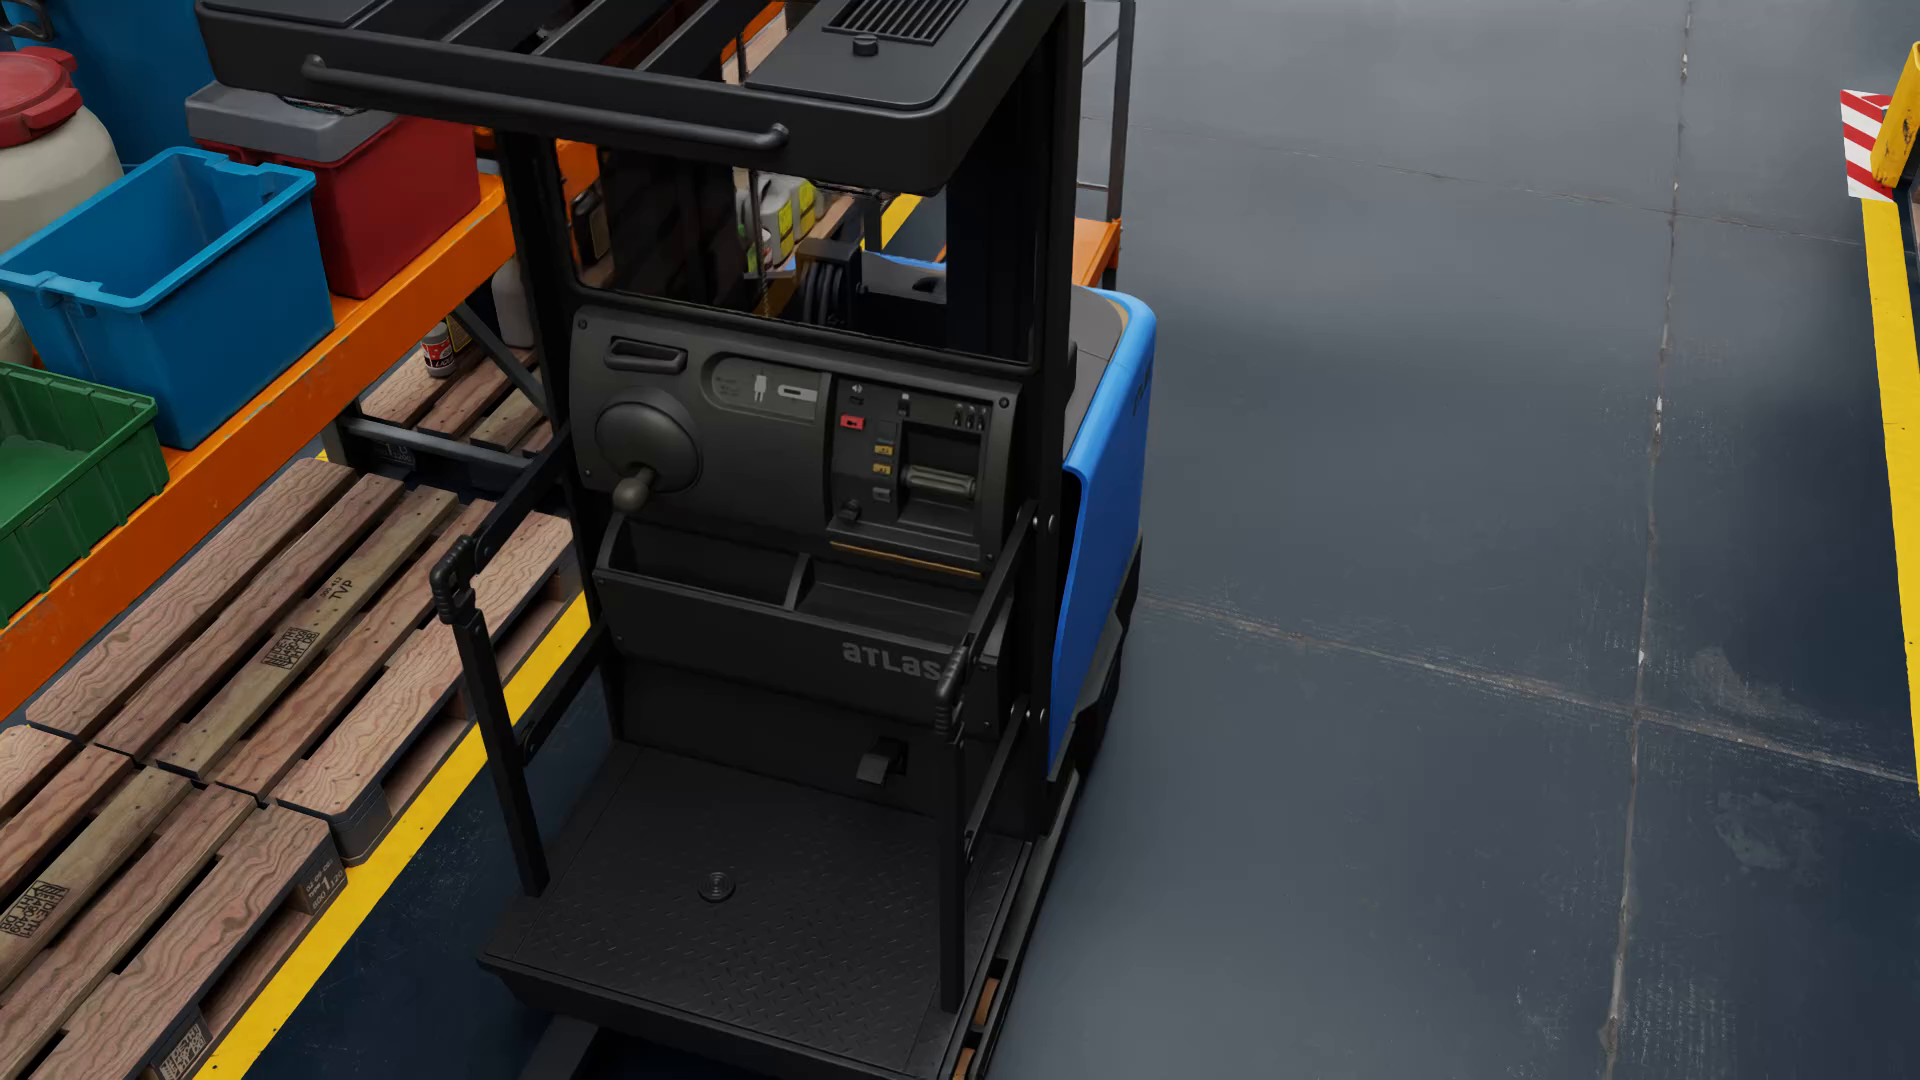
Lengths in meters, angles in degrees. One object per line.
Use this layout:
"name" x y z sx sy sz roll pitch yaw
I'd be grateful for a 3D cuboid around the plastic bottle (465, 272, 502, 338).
"plastic bottle" -1.623 -0.877 5.668 0.144 0.351 0.185 12 42 14

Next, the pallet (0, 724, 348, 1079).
"pallet" -2.220 1.035 3.874 1.003 0.211 1.213 13 42 15

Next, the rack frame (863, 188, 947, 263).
"rack frame" -0.020 -0.555 4.746 0.500 1.500 0.032 12 42 13

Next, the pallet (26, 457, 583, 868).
"pallet" -1.804 0.288 4.750 1.003 0.211 1.213 13 42 15

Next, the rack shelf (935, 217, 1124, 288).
"rack shelf" 0.135 -0.733 5.231 0.538 0.185 1.000 12 42 13

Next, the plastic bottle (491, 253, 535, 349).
"plastic bottle" -1.487 -0.845 5.631 0.144 0.351 0.185 13 42 15

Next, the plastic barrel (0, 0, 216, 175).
"plastic barrel" -1.989 -1.282 4.056 0.600 0.901 0.708 13 42 15

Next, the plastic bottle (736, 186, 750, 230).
"plastic bottle" -0.844 -1.184 6.086 0.152 0.276 0.135 13 42 15

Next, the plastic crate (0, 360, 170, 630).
"plastic crate" -1.903 -0.055 3.166 0.450 0.188 0.662 13 42 15

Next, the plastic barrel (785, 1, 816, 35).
"plastic barrel" -0.529 -2.189 7.098 0.421 0.512 0.421 0 40 0

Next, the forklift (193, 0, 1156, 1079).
"forklift" -0.406 -0.119 3.131 1.130 2.935 3.031 12 42 13

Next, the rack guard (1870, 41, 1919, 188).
"rack guard" 4.457 -1.662 6.813 1.175 0.500 0.348 13 42 15

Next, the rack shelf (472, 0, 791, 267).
"rack shelf" -0.888 -2.206 6.079 1.077 0.370 4.000 13 42 15

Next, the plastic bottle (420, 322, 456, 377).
"plastic bottle" -1.741 -0.653 5.522 0.097 0.201 0.097 0 40 0

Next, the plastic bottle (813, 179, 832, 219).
"plastic bottle" -0.580 -1.381 6.318 0.152 0.276 0.135 12 42 14

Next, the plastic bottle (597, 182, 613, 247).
"plastic bottle" -1.287 -1.240 6.146 0.061 0.283 0.133 13 42 15

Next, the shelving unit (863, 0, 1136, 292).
"shelving unit" 0.132 -0.864 5.107 0.587 1.500 1.083 12 42 13

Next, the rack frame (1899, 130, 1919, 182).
"rack frame" 4.449 -2.598 5.984 1.000 3.000 0.127 13 42 15

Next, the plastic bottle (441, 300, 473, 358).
"plastic bottle" -1.718 -0.761 5.585 0.061 0.283 0.133 15 43 17

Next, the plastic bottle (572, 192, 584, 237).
"plastic bottle" -1.447 -1.191 6.036 0.144 0.351 0.185 13 42 15

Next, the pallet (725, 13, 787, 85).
"pallet" -0.469 -2.088 7.535 1.003 0.211 1.213 13 42 15

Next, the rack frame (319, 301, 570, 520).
"rack frame" -1.572 -1.260 4.416 1.000 3.000 0.127 13 42 15

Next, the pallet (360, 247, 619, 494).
"pallet" -1.303 -0.600 5.790 1.003 0.211 1.213 13 42 15

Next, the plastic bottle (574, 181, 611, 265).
"plastic bottle" -1.342 -1.158 6.050 0.061 0.283 0.133 13 42 15

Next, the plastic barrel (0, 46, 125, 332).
"plastic barrel" -2.106 -0.777 3.745 0.433 0.535 0.433 0 40 0

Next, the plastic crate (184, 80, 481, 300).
"plastic crate" -1.450 -0.921 3.969 0.402 0.464 0.583 13 42 15

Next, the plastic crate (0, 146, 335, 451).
"plastic crate" -1.657 -0.512 3.552 0.392 0.384 0.575 13 42 15

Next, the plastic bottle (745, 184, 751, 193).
"plastic bottle" -0.761 -1.251 6.222 0.097 0.201 0.097 0 40 0

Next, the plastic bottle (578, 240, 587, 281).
"plastic bottle" -1.410 -0.948 5.809 0.152 0.276 0.135 13 42 15

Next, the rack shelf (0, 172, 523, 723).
"rack shelf" -2.256 0.233 3.220 1.077 0.370 4.000 13 42 15

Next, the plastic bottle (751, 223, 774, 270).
"plastic bottle" -0.723 -1.046 5.982 0.097 0.201 0.097 0 40 0

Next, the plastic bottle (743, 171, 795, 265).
"plastic bottle" -0.696 -1.194 6.041 0.144 0.351 0.185 13 42 15

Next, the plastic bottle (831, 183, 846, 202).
"plastic bottle" -0.532 -1.466 6.417 0.152 0.276 0.135 14 42 15

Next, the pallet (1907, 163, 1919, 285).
"pallet" 4.227 -1.062 6.332 1.003 0.211 1.213 13 42 15

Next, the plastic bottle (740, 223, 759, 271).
"plastic bottle" -0.746 -1.001 5.866 0.061 0.283 0.133 15 43 17

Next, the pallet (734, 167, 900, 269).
"pallet" -0.888 -1.346 6.665 1.003 0.211 1.213 13 42 15

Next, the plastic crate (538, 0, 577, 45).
"plastic crate" -1.274 -1.528 4.777 0.767 0.338 0.504 13 42 15

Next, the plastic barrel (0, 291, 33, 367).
"plastic barrel" -2.169 -0.434 3.555 0.301 0.262 0.301 0 40 0

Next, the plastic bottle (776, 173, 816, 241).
"plastic bottle" -0.633 -1.308 6.174 0.144 0.351 0.185 15 43 17

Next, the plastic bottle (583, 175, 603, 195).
"plastic bottle" -1.388 -1.260 6.176 0.152 0.276 0.135 14 42 16

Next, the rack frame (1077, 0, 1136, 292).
"rack frame" 0.290 -1.184 5.482 0.500 1.500 0.032 12 42 13
